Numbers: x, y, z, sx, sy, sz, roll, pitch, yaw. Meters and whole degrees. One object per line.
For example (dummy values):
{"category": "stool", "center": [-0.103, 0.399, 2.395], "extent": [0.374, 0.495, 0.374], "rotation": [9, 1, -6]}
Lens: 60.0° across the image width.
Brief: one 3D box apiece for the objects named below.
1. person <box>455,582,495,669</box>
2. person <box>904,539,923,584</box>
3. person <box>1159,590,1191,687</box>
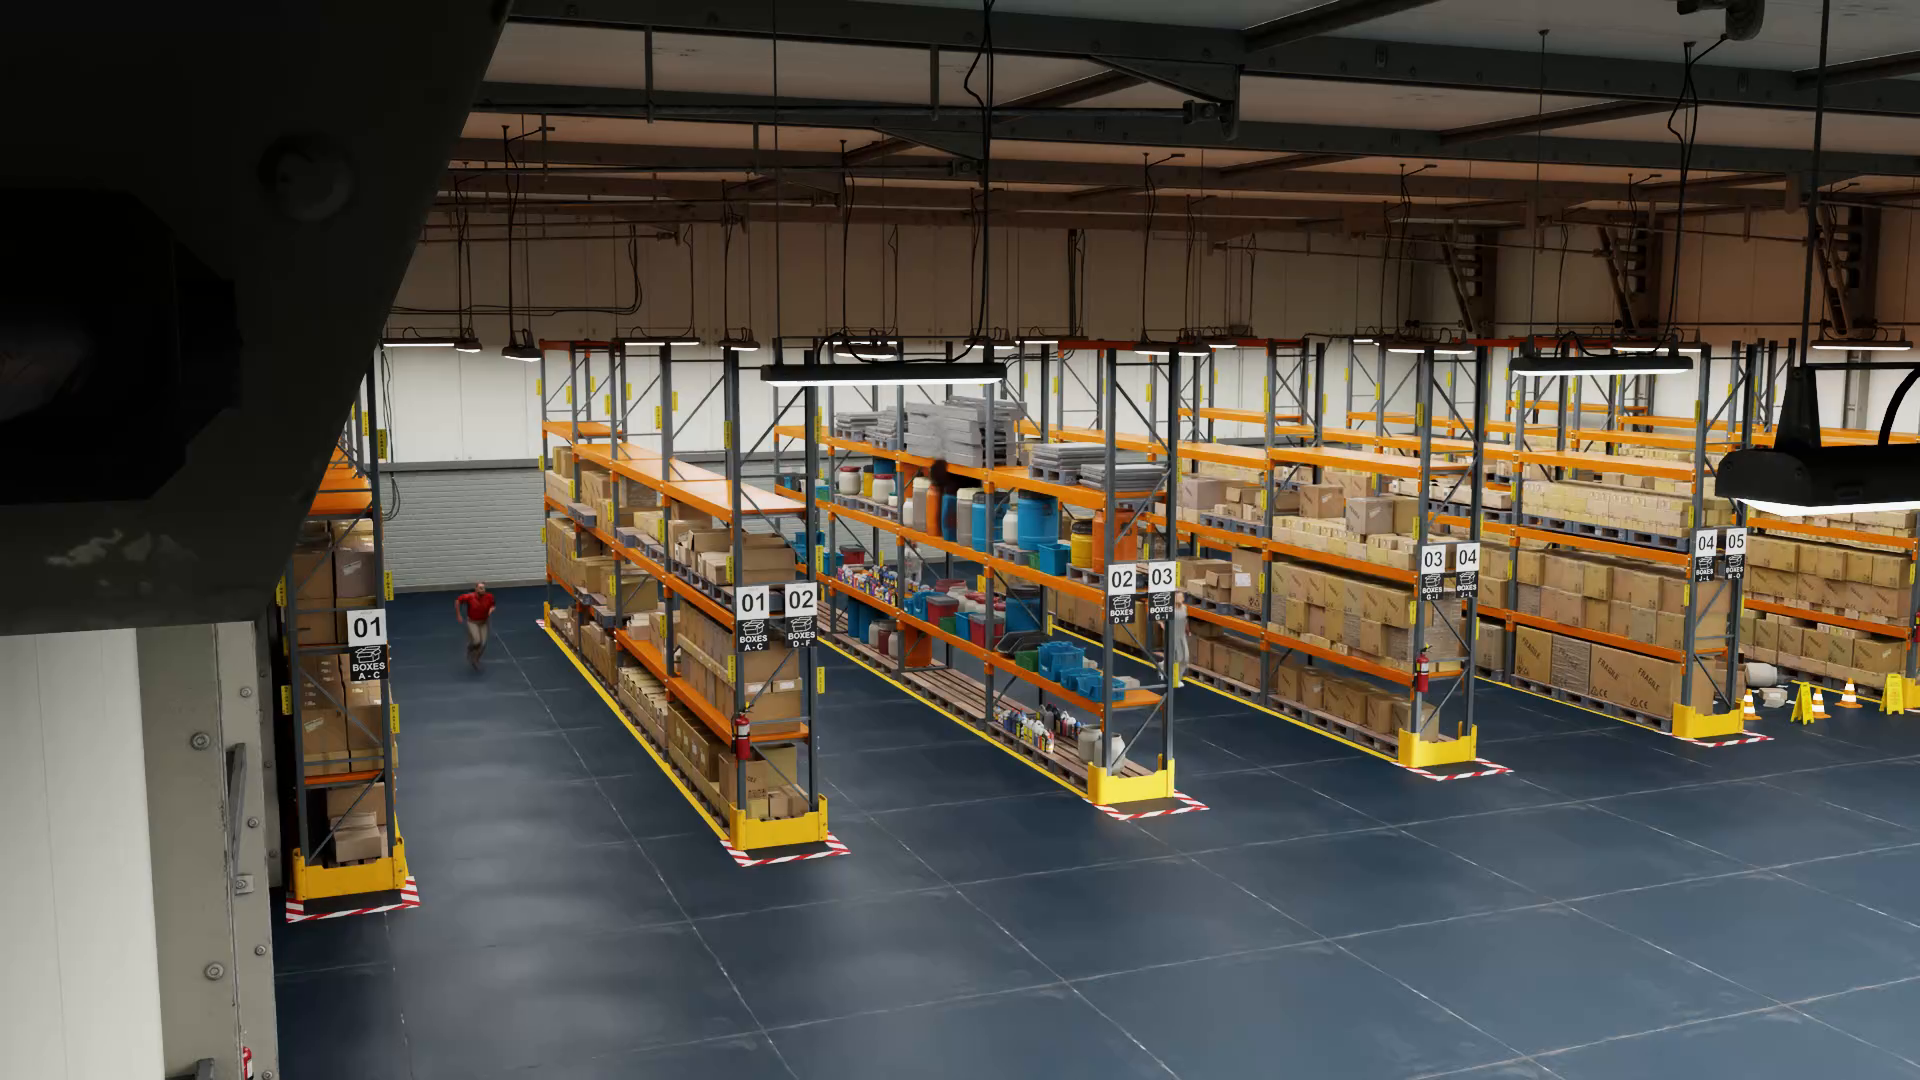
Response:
{"category": "person", "center": [-8.820, 1.569, 30.439], "extent": [0.658, 1.651, 0.737], "rotation": [-6, 10, -39]}
{"category": "person", "center": [-1.054, 0.732, 36.964], "extent": [0.537, 1.592, 0.728], "rotation": [-2, 8, -14]}
{"category": "person", "center": [3.619, 1.629, 27.924], "extent": [0.574, 1.618, 0.554], "rotation": [-5, 9, -36]}
